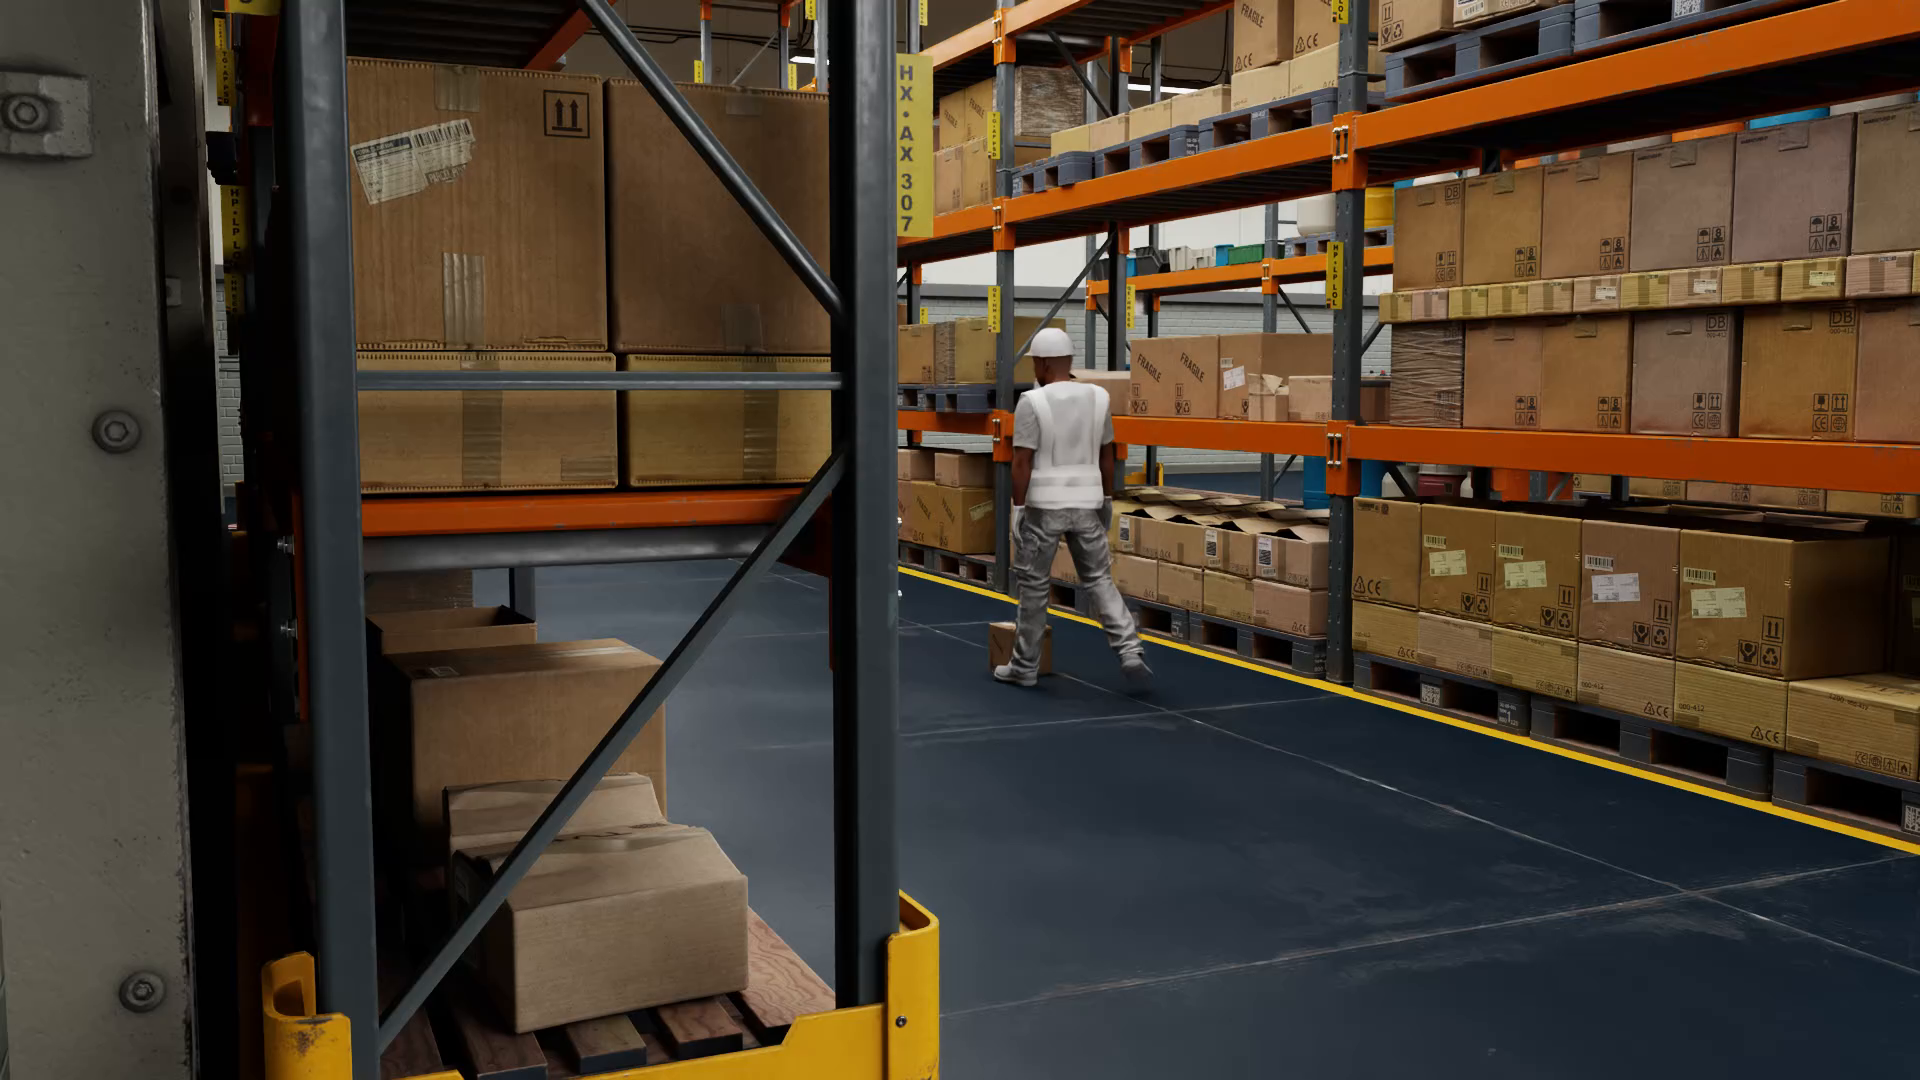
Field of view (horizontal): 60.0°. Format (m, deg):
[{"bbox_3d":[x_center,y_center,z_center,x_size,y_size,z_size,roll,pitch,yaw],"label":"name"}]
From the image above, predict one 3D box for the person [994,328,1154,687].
[{"bbox_3d":[0.548,-0.153,8.221,0.686,1.781,0.749,-2,6,-25],"label":"person"}]
